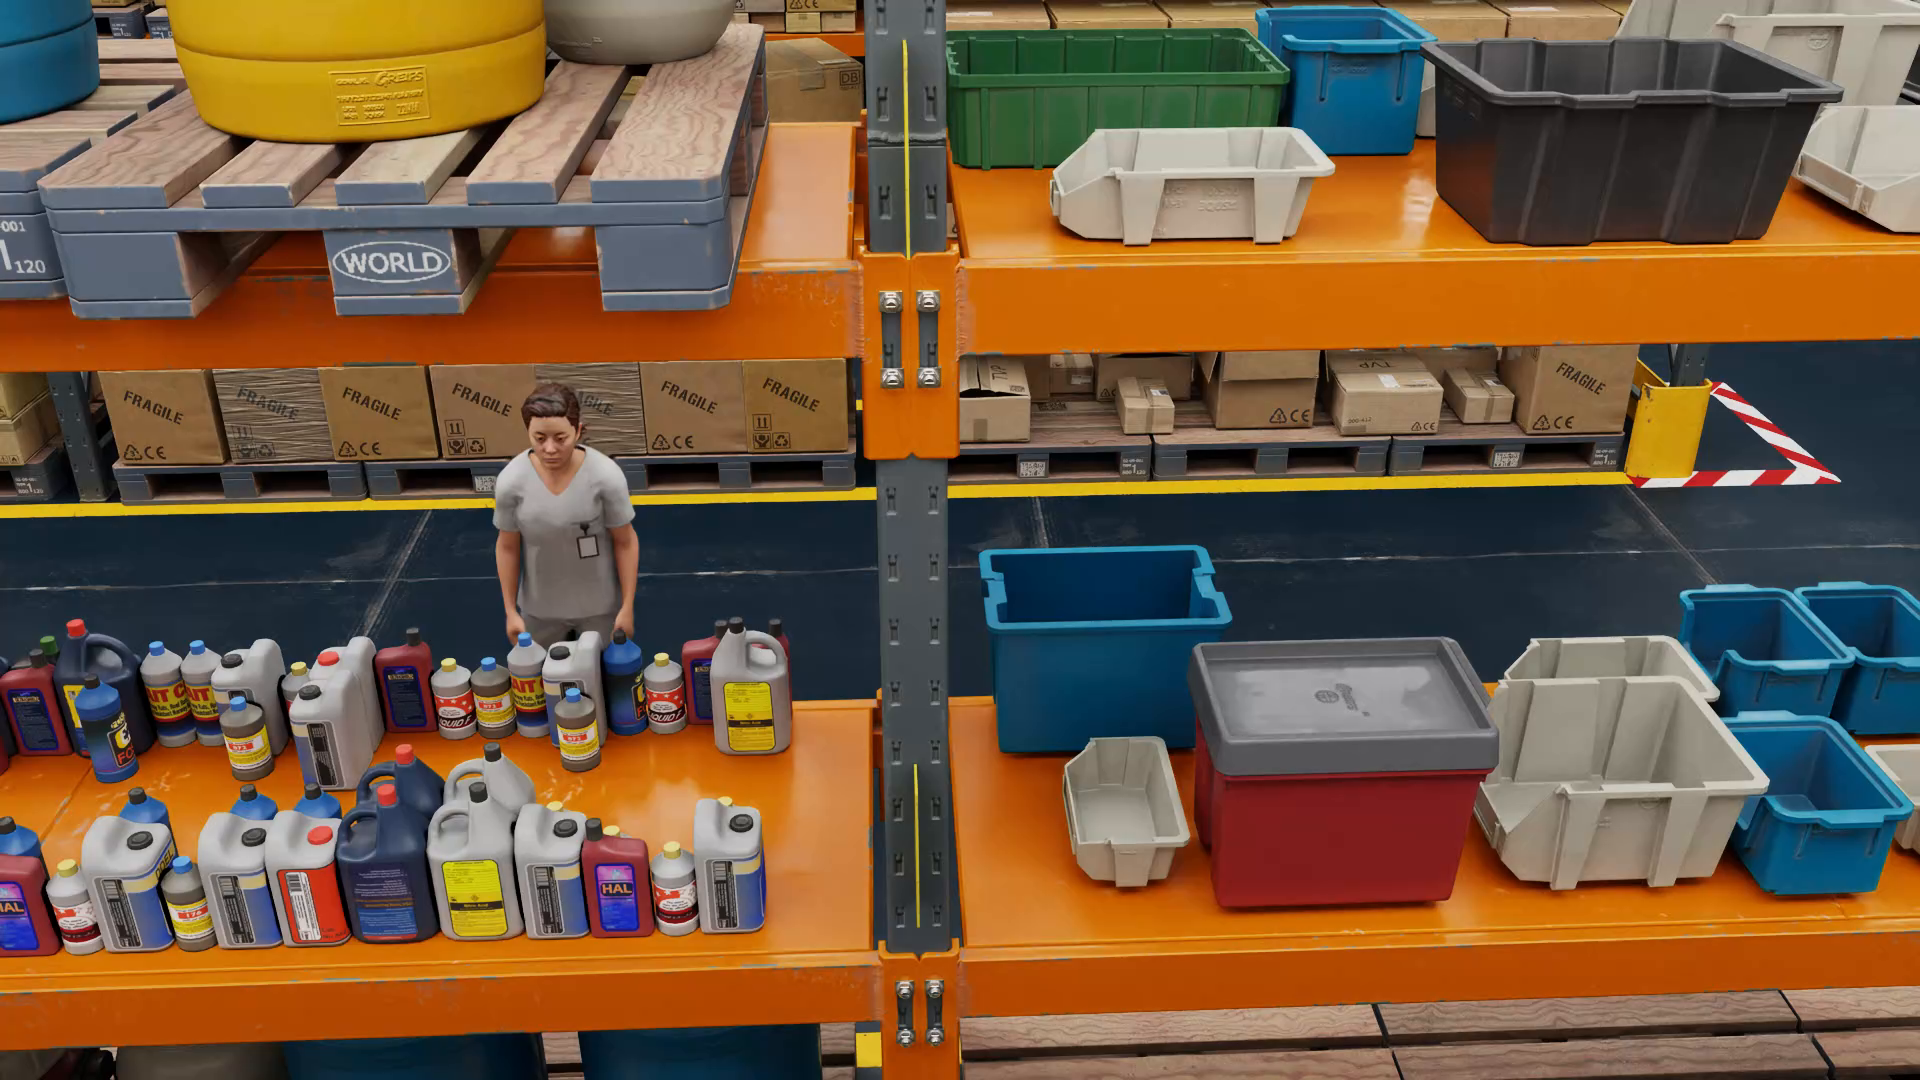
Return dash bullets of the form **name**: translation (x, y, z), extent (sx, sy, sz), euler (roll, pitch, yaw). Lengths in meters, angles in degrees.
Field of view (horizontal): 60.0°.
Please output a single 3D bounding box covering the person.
- **person**: translation (-1.314, 0.246, 5.648), extent (0.476, 1.675, 0.360), euler (-2, 28, -4)
